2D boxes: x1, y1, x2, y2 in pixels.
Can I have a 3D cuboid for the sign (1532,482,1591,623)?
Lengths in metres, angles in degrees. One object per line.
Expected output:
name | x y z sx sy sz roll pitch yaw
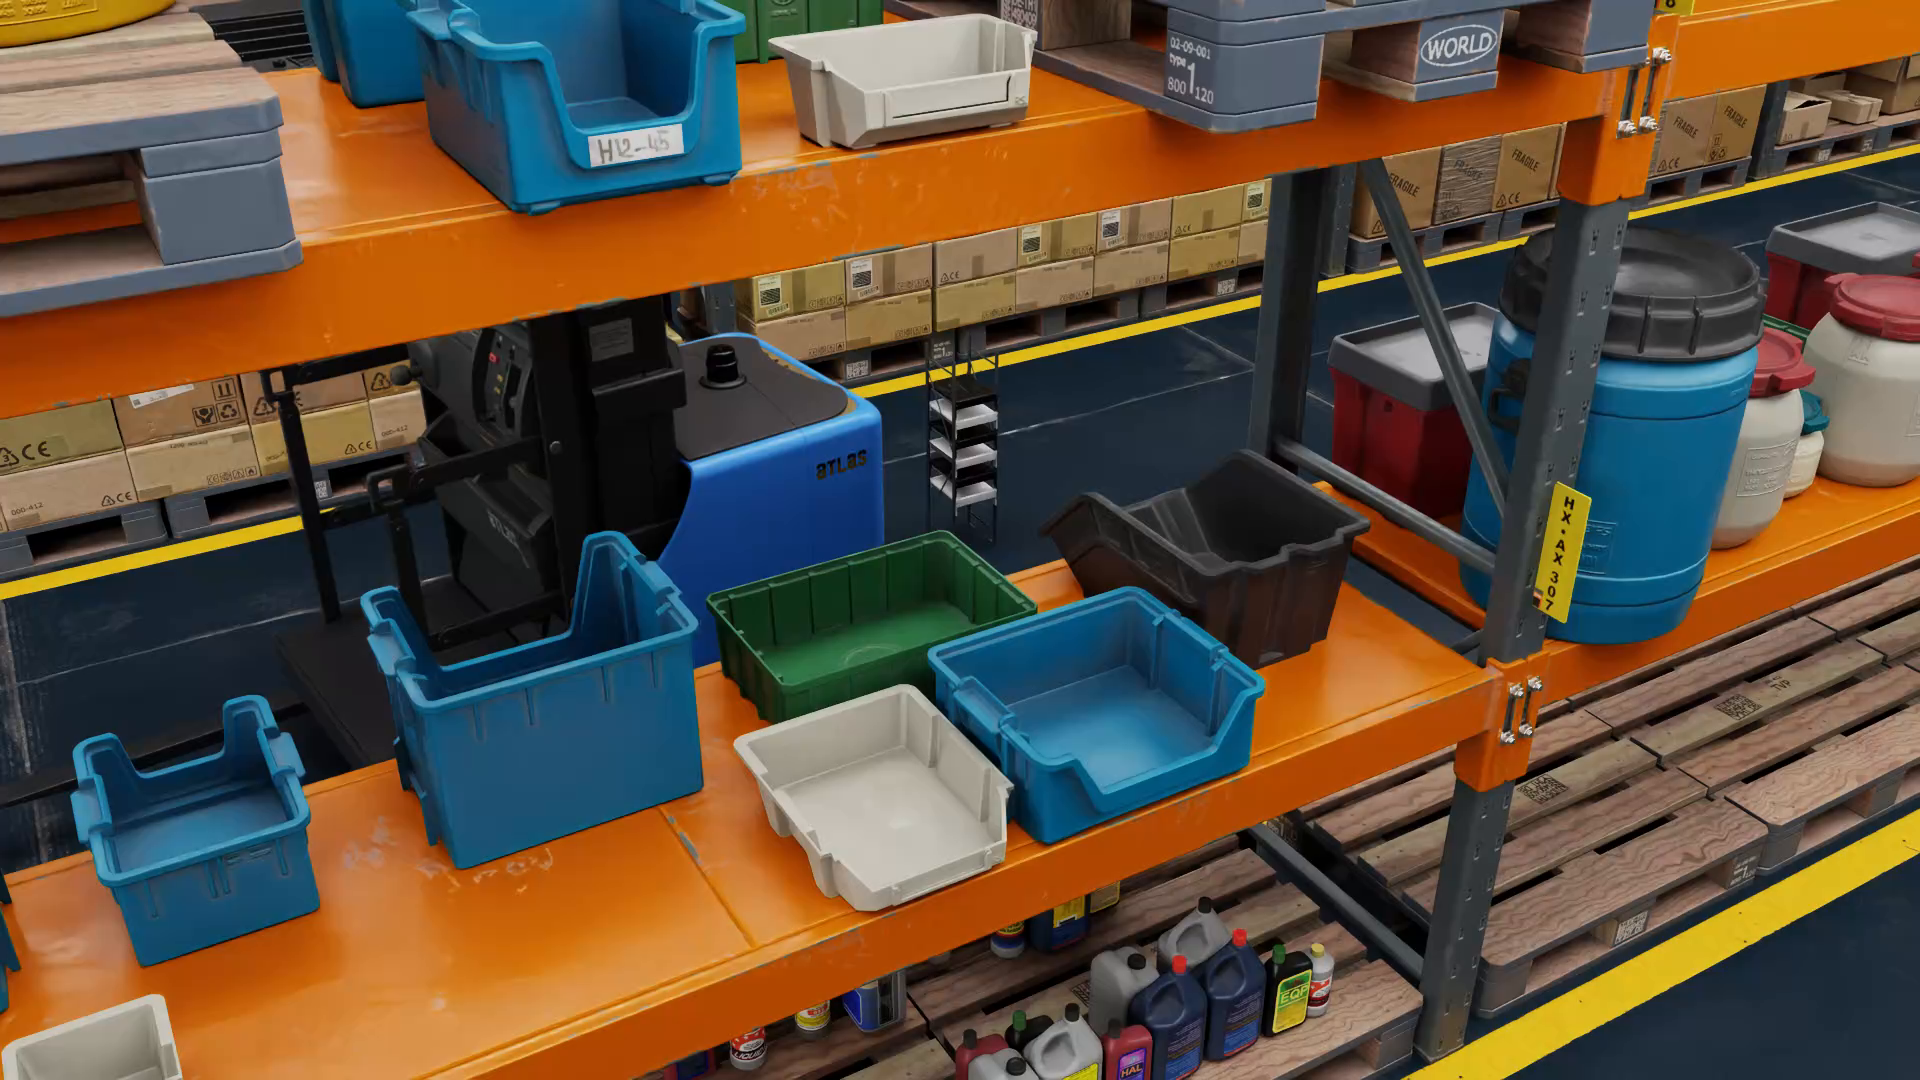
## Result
sign | 1.374 0.030 3.804 0.005 0.325 0.100 -16 33 -26

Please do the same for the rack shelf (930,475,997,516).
rack shelf | 0.007 -0.209 7.139 0.200 0.077 0.258 -16 33 -26

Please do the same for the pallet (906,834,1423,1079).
pallet | 0.505 1.288 4.698 1.213 0.211 1.003 -16 33 -26

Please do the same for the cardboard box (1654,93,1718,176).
cardboard box | 4.786 -2.844 11.430 0.500 0.500 0.500 -16 33 -26

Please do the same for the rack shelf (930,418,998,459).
rack shelf | 0.007 -0.446 7.009 0.200 0.077 0.258 -16 33 -26

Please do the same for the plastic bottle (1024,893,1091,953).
plastic bottle | 0.272 0.972 4.671 0.185 0.351 0.144 -16 33 -26

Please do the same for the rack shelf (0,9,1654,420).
rack shelf | -0.619 -0.589 2.853 4.000 0.370 1.077 -16 33 -26

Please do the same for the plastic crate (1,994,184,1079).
plastic crate | -1.409 0.929 2.735 0.250 0.136 0.298 -16 33 -26

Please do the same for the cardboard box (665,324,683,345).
cardboard box | -1.690 -0.920 8.224 0.500 0.250 0.500 -16 33 -26

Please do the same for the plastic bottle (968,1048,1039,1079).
plastic bottle | 0.110 1.361 4.042 0.135 0.276 0.152 -15 32 -25

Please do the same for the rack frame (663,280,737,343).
rack frame | -1.401 -2.145 8.032 0.127 3.000 1.000 -16 33 -26

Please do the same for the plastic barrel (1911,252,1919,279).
plastic barrel | 3.047 -0.568 5.034 0.433 0.535 0.433 0 29 0

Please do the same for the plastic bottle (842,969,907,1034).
plastic bottle | -0.233 1.150 4.425 0.135 0.276 0.152 -16 33 -26

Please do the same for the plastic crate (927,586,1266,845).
plastic crate | 0.289 0.369 3.631 0.616 0.251 0.499 -16 33 -26

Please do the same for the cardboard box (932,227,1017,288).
cardboard box | -0.039 -1.615 8.903 0.500 0.311 0.500 -17 33 -28

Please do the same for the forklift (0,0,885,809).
forklift | -1.744 -0.565 5.241 3.031 2.935 1.130 -20 35 -32

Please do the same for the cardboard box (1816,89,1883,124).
cardboard box | 6.709 -3.284 12.573 0.250 0.166 0.380 -16 33 -26

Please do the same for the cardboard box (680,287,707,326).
cardboard box | -1.190 -1.347 8.997 0.500 0.250 0.500 -16 33 -27

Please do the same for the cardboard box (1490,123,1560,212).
cardboard box | 3.468 -2.466 10.745 0.500 0.500 0.500 -16 33 -27

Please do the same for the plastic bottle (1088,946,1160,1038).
plastic bottle | 0.434 1.189 4.355 0.135 0.276 0.152 -16 33 -26

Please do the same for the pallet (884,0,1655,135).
pallet | 0.533 -1.094 3.218 1.003 0.211 1.213 -16 33 -26

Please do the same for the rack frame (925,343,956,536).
rack frame | -0.081 -0.371 6.991 0.006 0.900 0.240 -16 33 -26

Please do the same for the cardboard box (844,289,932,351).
cardboard box | -0.486 -1.245 8.812 0.500 0.250 0.500 -15 32 -25

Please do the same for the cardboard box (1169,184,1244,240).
cardboard box | 1.276 -1.989 9.580 0.500 0.311 0.500 -16 33 -27

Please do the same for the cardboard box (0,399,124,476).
cardboard box | -3.845 -0.636 6.932 0.500 0.500 0.500 -16 33 -26

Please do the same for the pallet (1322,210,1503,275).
pallet | 2.711 -2.070 10.782 1.213 0.211 1.003 -16 33 -26

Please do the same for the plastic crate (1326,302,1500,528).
plastic crate | 1.368 -0.354 4.721 0.583 0.464 0.402 -16 33 -26

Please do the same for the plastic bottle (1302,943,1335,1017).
plastic bottle | 0.950 1.171 4.465 0.097 0.201 0.097 0 29 0

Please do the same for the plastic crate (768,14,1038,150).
plastic crate | -0.074 -0.717 2.613 0.396 0.136 0.243 -16 33 -26

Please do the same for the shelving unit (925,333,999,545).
shelving unit | 0.007 -0.396 7.036 0.210 0.900 0.258 -16 33 -26

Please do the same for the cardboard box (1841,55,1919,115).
cardboard box | 7.114 -3.665 12.914 0.637 0.503 0.797 -16 33 -26

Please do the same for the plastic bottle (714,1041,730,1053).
plastic bottle | -0.631 1.182 4.367 0.135 0.276 0.152 -17 33 -28

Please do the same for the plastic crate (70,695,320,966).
plastic crate | -1.501 0.560 3.284 0.408 0.251 0.499 -16 33 -26

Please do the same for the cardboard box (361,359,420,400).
cardboard box | -2.556 -1.007 7.605 0.500 0.500 0.500 -16 33 -26

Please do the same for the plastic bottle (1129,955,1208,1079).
plastic bottle | 0.531 1.211 4.237 0.185 0.351 0.144 -18 33 -29

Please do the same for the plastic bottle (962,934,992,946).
plastic bottle | 0.036 0.958 4.696 0.185 0.351 0.144 -17 33 -28

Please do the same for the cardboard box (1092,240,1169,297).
cardboard box | 0.840 -1.624 9.499 0.500 0.250 0.500 -15 32 -25

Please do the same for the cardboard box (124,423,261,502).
cardboard box | -3.414 -0.430 7.336 0.500 0.250 0.500 -16 33 -26

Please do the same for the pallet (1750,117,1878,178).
pallet | 6.089 -3.050 12.558 1.213 0.211 1.003 -16 33 -26

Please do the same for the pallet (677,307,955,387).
pallet | -0.786 -1.121 9.062 1.213 0.211 1.003 -16 33 -26

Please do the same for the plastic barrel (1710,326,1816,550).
plastic barrel | 2.041 -0.283 4.517 0.433 0.535 0.433 0 29 0

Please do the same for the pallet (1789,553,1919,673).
pallet | 3.866 0.335 6.425 1.213 0.211 1.003 -16 33 -26
